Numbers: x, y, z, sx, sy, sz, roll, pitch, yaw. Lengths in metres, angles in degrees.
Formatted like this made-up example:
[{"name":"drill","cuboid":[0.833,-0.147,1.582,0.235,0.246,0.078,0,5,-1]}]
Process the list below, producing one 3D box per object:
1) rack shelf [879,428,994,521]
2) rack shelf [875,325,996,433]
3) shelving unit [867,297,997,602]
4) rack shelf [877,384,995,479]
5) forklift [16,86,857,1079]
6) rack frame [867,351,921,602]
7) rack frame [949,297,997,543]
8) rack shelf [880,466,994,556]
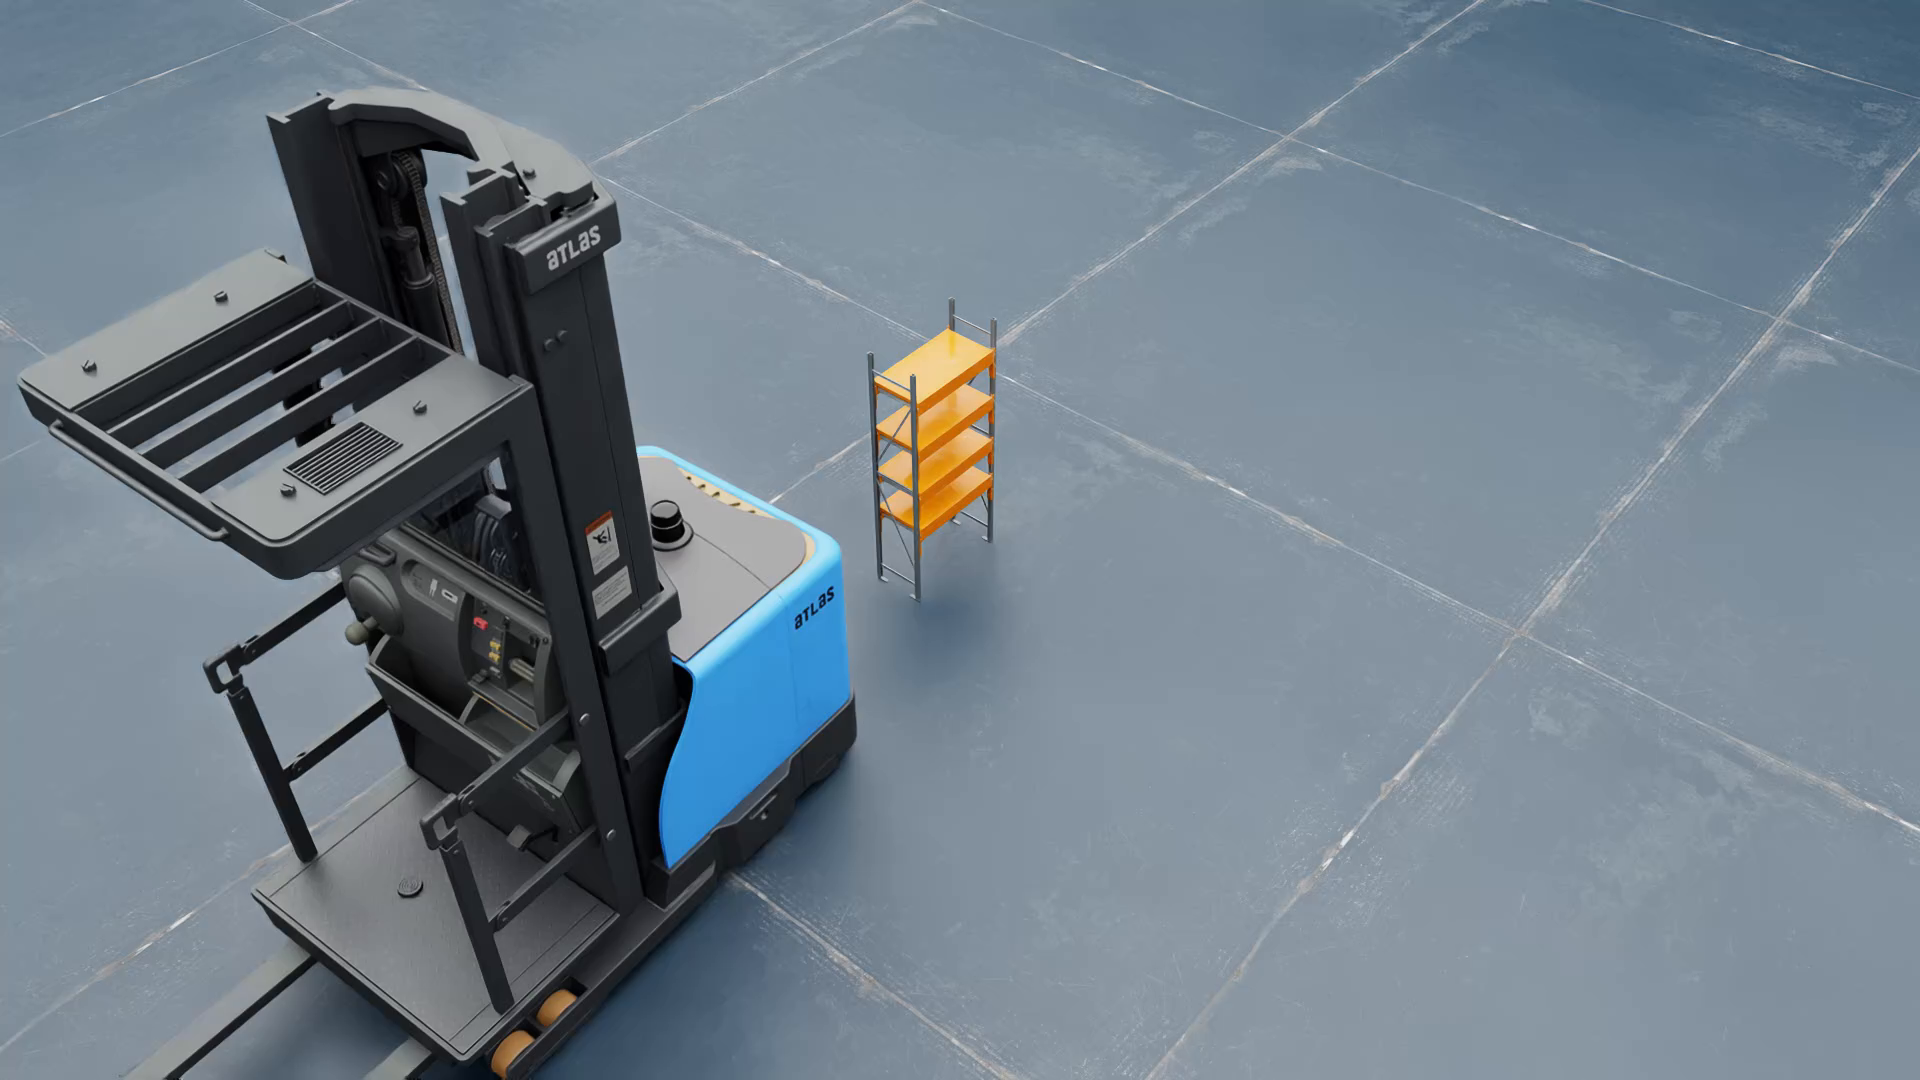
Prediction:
[{"name":"rack shelf","cuboid":[-0.107,-0.309,6.980,0.258,0.148,0.480,29,50,28]},{"name":"rack shelf","cuboid":[-0.107,-0.649,6.671,0.258,0.148,0.480,29,50,28]},{"name":"shelving unit","cuboid":[-0.107,-0.359,6.935,0.258,1.200,0.503,29,50,28]},{"name":"rack shelf","cuboid":[-0.107,-0.474,6.830,0.258,0.148,0.480,29,50,28]},{"name":"forklift","cuboid":[-1.683,0.319,4.902,1.130,2.935,3.031,27,49,26]},{"name":"rack frame","cuboid":[-0.264,-0.233,6.797,0.240,1.200,0.015,29,50,28]},{"name":"rack frame","cuboid":[0.051,-0.484,7.073,0.240,1.200,0.015,29,50,28]},{"name":"rack shelf","cuboid":[-0.107,-0.162,7.114,0.258,0.148,0.480,29,50,28]}]
